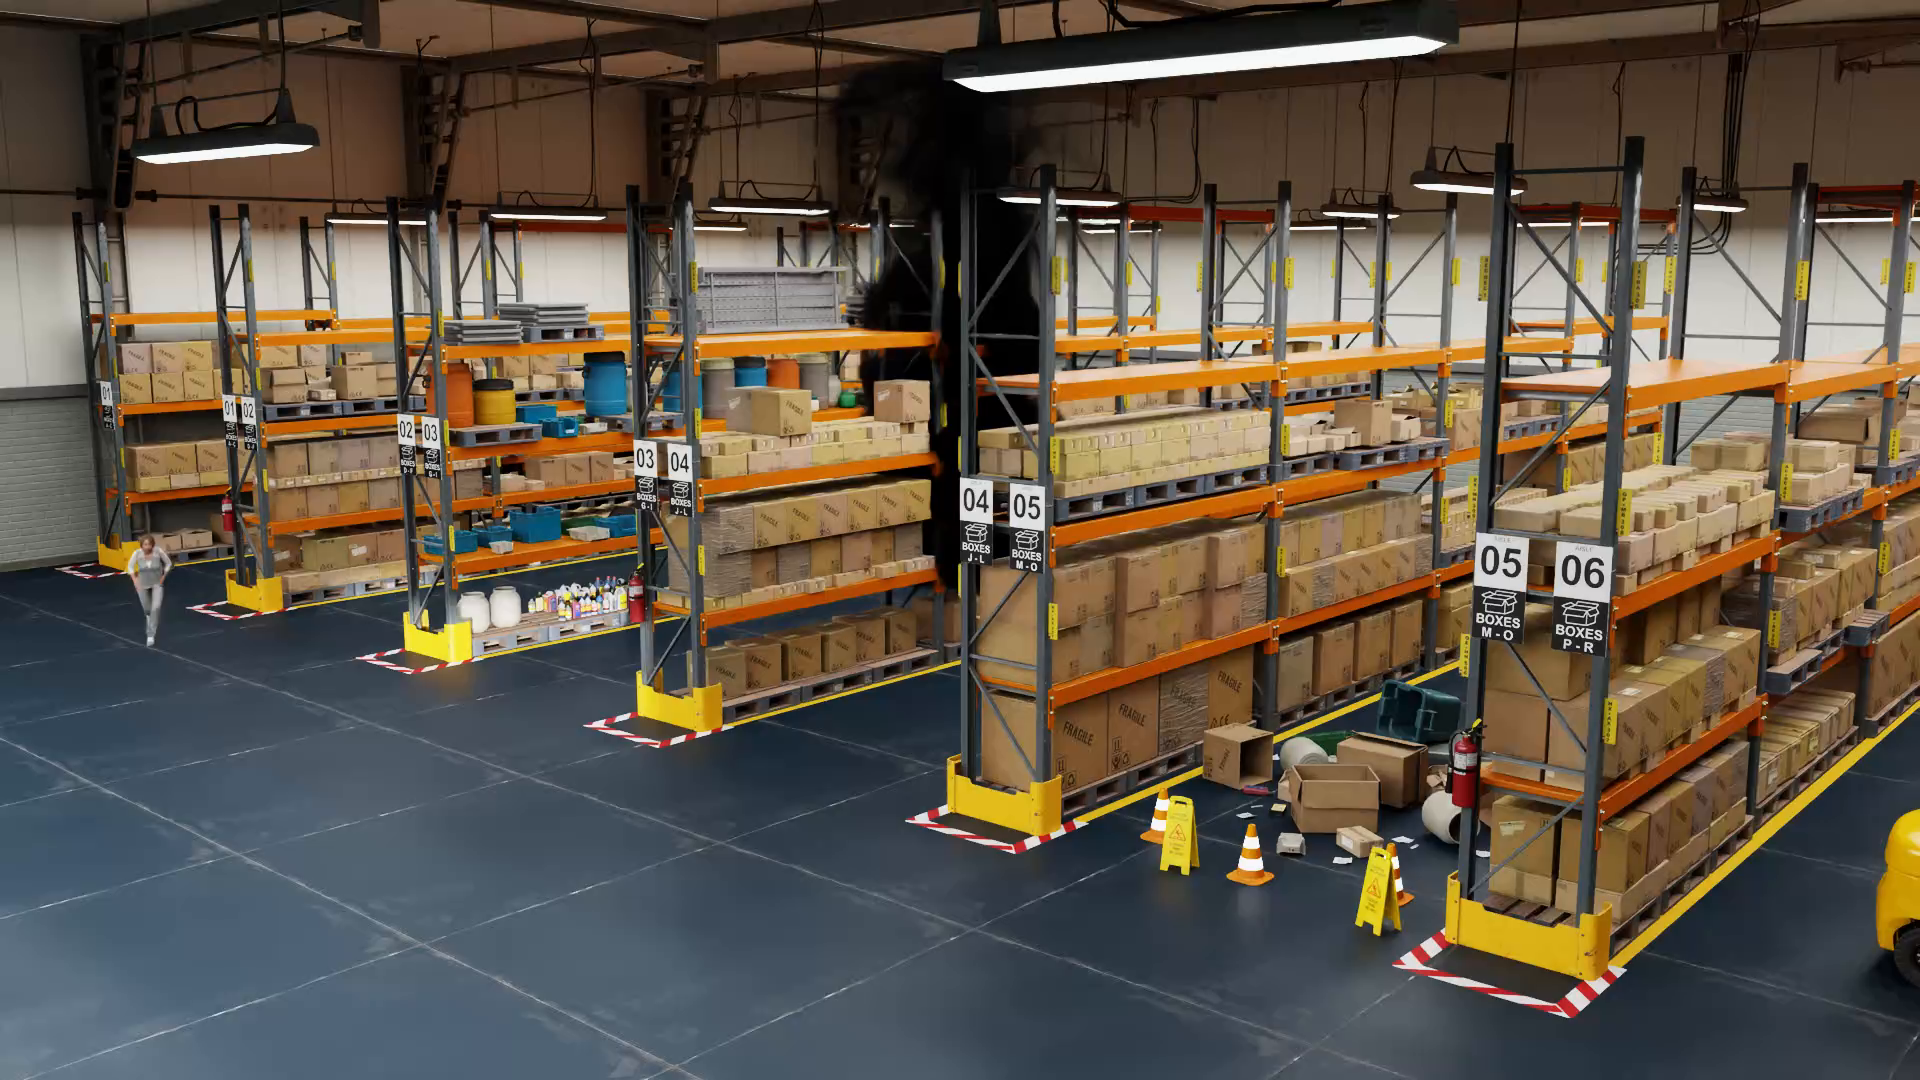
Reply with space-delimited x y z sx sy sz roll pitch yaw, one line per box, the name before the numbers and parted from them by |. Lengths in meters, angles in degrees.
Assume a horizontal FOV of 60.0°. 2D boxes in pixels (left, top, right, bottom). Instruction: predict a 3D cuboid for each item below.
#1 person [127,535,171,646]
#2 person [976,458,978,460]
person | -11.142 0.650 22.895 0.539 1.547 0.818 -6 11 -30
person | 0.456 -1.467 35.114 0.569 1.700 0.704 7 12 36
